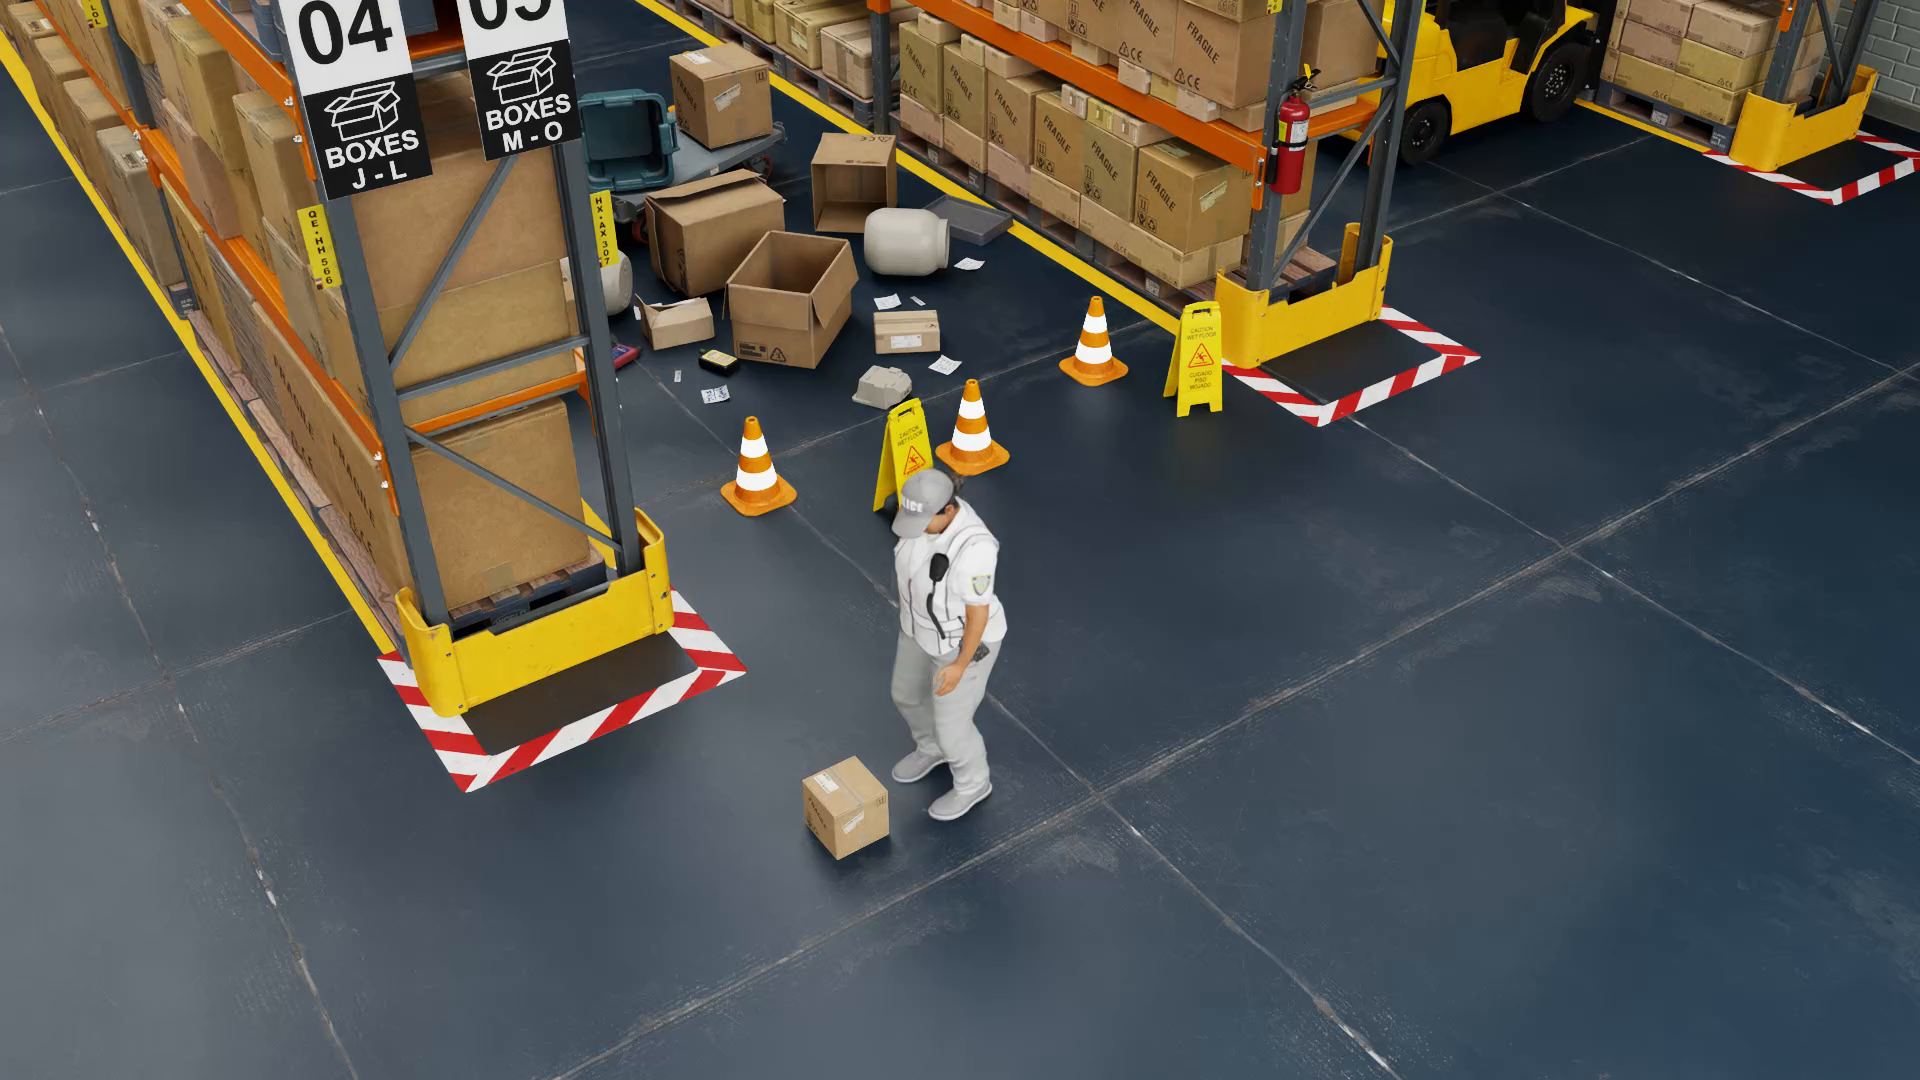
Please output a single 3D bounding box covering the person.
[{"bbox_3d":[-0.056,0.390,6.511,0.452,1.634,0.489,-22,42,-26],"label":"person"}]
